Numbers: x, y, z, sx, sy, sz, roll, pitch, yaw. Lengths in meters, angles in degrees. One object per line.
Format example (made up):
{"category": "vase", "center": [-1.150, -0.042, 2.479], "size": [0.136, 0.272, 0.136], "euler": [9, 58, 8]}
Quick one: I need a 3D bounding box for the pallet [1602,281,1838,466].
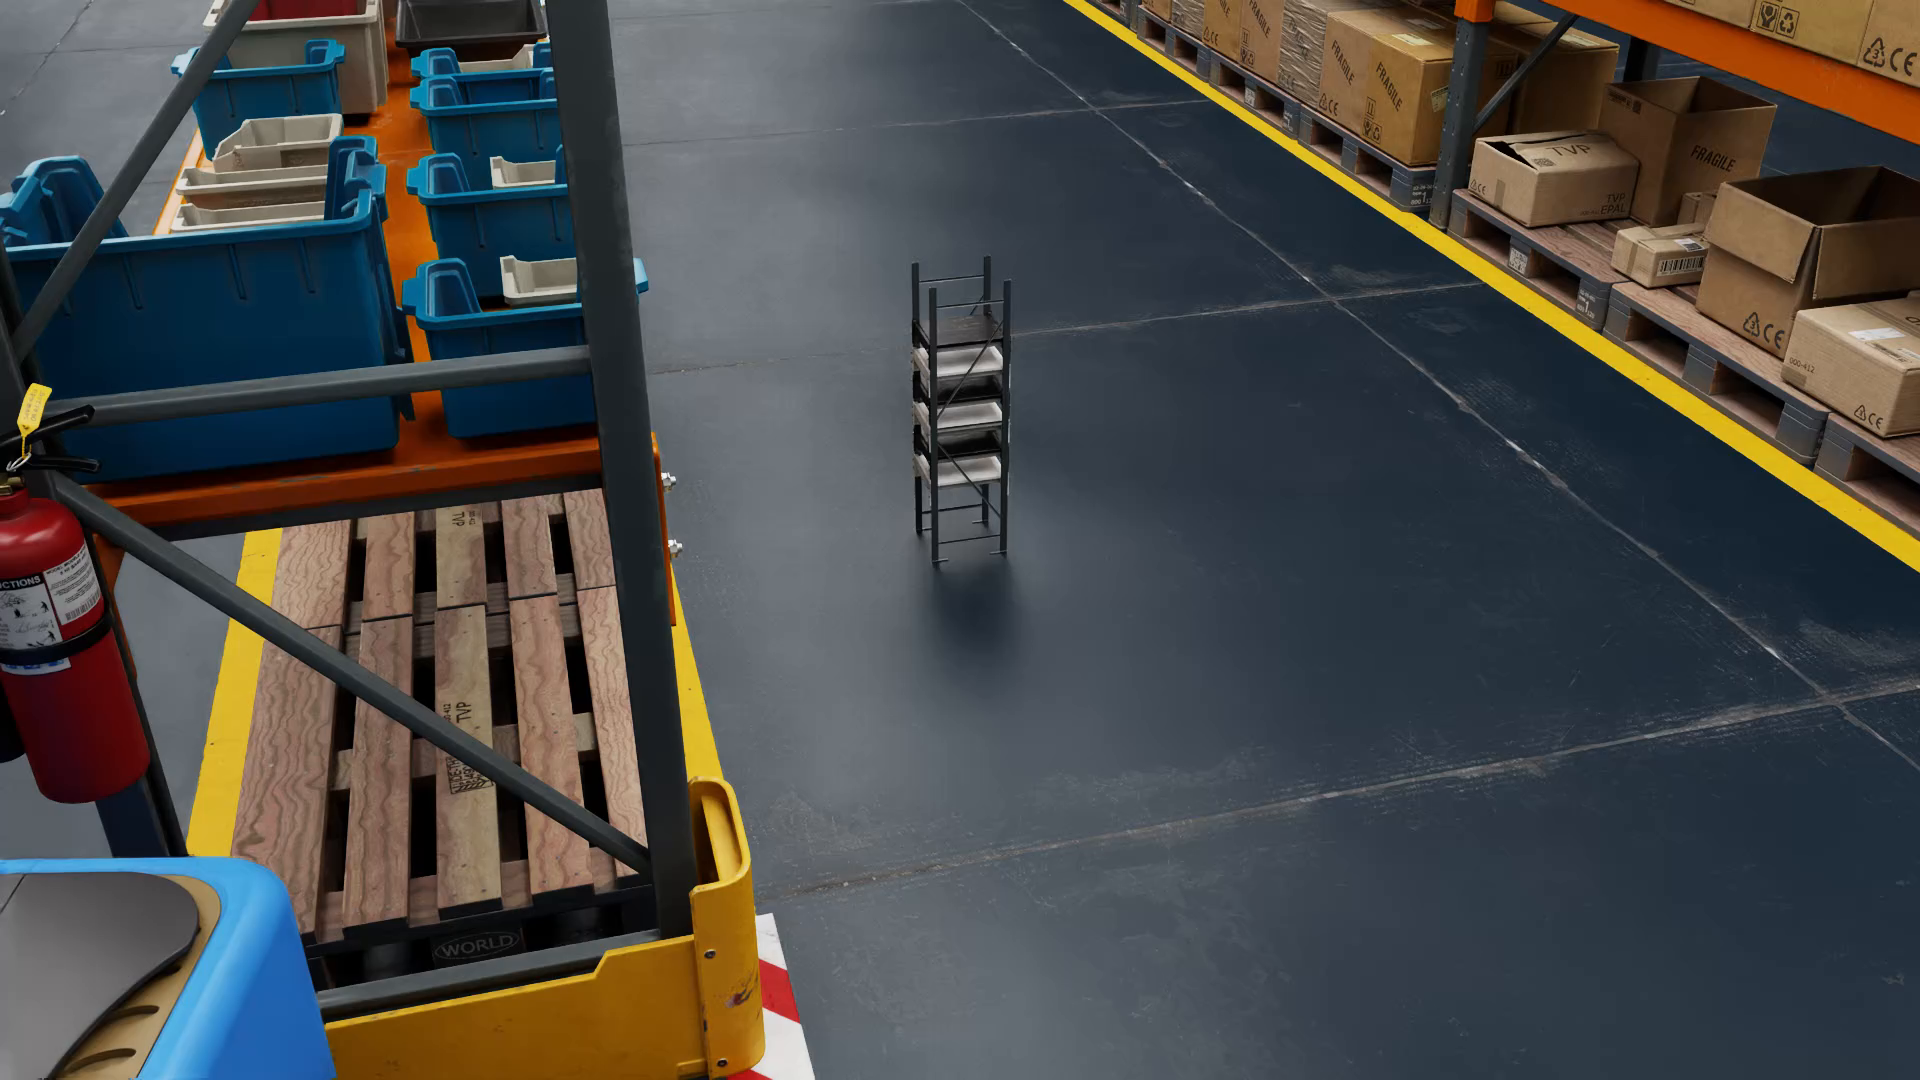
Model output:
{"category": "pallet", "center": [3.209, -0.698, 6.245], "size": [1.003, 0.211, 1.213], "euler": [-8, 31, -13]}

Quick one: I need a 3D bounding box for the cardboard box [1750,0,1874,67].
{"category": "cardboard box", "center": [2.979, -1.854, 5.358], "size": [0.500, 0.500, 0.500], "euler": [-8, 31, -14]}

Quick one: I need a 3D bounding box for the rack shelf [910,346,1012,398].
{"category": "rack shelf", "center": [0.002, -0.512, 4.944], "size": [0.258, 0.077, 0.200], "euler": [-8, 31, -13]}

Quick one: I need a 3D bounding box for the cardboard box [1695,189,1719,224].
{"category": "cardboard box", "center": [3.324, -1.254, 6.667], "size": [0.500, 0.311, 0.500], "euler": [-8, 31, -13]}

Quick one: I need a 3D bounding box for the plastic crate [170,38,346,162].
{"category": "plastic crate", "center": [-1.807, -1.149, 4.349], "size": [0.416, 0.233, 0.300], "euler": [-8, 31, -13]}

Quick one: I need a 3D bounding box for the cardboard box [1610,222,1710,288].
{"category": "cardboard box", "center": [2.842, -1.143, 6.620], "size": [0.380, 0.166, 0.250], "euler": [-8, 31, -13]}

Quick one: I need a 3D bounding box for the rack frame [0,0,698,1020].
{"category": "rack frame", "center": [-1.015, -0.238, 2.667], "size": [1.000, 3.000, 0.127], "euler": [-8, 31, -13]}

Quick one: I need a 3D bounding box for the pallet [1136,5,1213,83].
{"category": "pallet", "center": [1.800, -3.186, 10.544], "size": [1.003, 0.211, 1.213], "euler": [-8, 31, -13]}

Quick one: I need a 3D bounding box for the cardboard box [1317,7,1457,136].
{"category": "cardboard box", "center": [2.170, -2.376, 8.416], "size": [0.500, 0.500, 0.500], "euler": [-8, 31, -13]}

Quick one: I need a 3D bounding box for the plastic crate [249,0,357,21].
{"category": "plastic crate", "center": [-2.081, -1.759, 5.171], "size": [0.402, 0.464, 0.583], "euler": [-8, 31, -13]}

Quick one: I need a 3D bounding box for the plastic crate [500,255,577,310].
{"category": "plastic crate", "center": [-0.768, -0.479, 3.286], "size": [0.250, 0.136, 0.298], "euler": [-8, 31, -13]}

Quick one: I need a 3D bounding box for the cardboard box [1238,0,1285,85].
{"category": "cardboard box", "center": [1.900, -2.863, 9.258], "size": [0.500, 0.500, 0.500], "euler": [-9, 31, -15]}

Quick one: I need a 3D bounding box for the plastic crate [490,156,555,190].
{"category": "plastic crate", "center": [-0.948, -0.807, 3.852], "size": [0.250, 0.136, 0.298], "euler": [-8, 31, -13]}

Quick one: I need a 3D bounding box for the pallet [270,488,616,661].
{"category": "pallet", "center": [-1.517, -0.023, 5.079], "size": [1.003, 0.211, 1.213], "euler": [-8, 31, -13]}

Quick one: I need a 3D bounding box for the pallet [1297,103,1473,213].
{"category": "pallet", "center": [2.448, -2.008, 8.508], "size": [1.003, 0.211, 1.213], "euler": [-8, 31, -13]}

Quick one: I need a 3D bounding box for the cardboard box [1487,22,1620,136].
{"category": "cardboard box", "center": [2.807, -2.201, 8.115], "size": [0.500, 0.500, 0.500], "euler": [-9, 31, -16]}

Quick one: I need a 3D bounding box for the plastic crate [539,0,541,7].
{"category": "plastic crate", "center": [-1.624, -2.009, 5.683], "size": [0.392, 0.384, 0.575], "euler": [-8, 31, -13]}

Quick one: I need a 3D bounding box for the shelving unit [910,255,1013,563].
{"category": "shelving unit", "center": [0.002, -0.386, 5.018], "size": [0.258, 0.900, 0.210], "euler": [-8, 31, -13]}

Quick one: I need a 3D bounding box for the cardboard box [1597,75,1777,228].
{"category": "cardboard box", "center": [3.125, -1.698, 7.245], "size": [0.500, 0.500, 0.500], "euler": [-8, 31, -13]}

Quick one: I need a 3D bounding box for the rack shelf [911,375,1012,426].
{"category": "rack shelf", "center": [0.002, -0.435, 4.989], "size": [0.258, 0.077, 0.200], "euler": [-8, 31, -13]}

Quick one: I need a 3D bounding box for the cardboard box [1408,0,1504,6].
{"category": "cardboard box", "center": [2.541, -3.009, 8.762], "size": [0.500, 0.250, 0.500], "euler": [-8, 31, -13]}

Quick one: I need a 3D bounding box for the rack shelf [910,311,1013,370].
{"category": "rack shelf", "center": [0.002, -0.590, 4.899], "size": [0.258, 0.077, 0.200], "euler": [-8, 31, -13]}

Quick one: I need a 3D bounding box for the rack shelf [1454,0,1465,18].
{"category": "rack shelf", "center": [2.169, -3.481, 8.989], "size": [1.077, 0.370, 4.000], "euler": [-8, 31, -13]}

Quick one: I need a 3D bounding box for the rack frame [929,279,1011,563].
{"category": "rack frame", "center": [0.029, -0.336, 4.933], "size": [0.240, 0.900, 0.006], "euler": [-8, 31, -13]}

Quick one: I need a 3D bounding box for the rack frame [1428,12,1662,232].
{"category": "rack frame", "center": [2.700, -2.827, 7.140], "size": [1.000, 3.000, 0.127], "euler": [-8, 31, -13]}

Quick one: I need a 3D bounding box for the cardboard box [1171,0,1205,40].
{"category": "cardboard box", "center": [1.628, -3.357, 10.112], "size": [0.500, 0.500, 0.500], "euler": [-9, 31, -15]}

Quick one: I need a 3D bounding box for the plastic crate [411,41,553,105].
{"category": "plastic crate", "center": [-1.192, -1.136, 4.325], "size": [0.416, 0.233, 0.300], "euler": [-8, 31, -13]}

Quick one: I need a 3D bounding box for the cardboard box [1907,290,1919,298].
{"category": "cardboard box", "center": [3.625, -0.679, 5.734], "size": [0.500, 0.250, 0.500], "euler": [-8, 31, -13]}

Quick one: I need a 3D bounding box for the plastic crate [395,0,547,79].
{"category": "plastic crate", "center": [-1.521, -1.572, 5.186], "size": [0.437, 0.125, 0.590], "euler": [-8, 31, -13]}

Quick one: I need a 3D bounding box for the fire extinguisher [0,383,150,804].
{"category": "fire extinguisher", "center": [-1.413, 0.090, 2.550], "size": [0.296, 0.674, 0.183], "euler": [-8, 31, -13]}

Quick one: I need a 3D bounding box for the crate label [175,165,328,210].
{"category": "crate label", "center": [-1.566, -0.793, 3.829], "size": [0.396, 0.136, 0.243], "euler": [-8, 31, -13]}

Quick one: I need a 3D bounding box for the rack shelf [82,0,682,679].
{"category": "rack shelf", "center": [-1.546, -0.893, 4.516], "size": [1.077, 0.370, 4.000], "euler": [-8, 31, -13]}

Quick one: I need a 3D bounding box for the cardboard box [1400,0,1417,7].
{"category": "cardboard box", "center": [2.529, -2.700, 8.976], "size": [0.500, 0.500, 0.500], "euler": [-7, 31, -13]}
